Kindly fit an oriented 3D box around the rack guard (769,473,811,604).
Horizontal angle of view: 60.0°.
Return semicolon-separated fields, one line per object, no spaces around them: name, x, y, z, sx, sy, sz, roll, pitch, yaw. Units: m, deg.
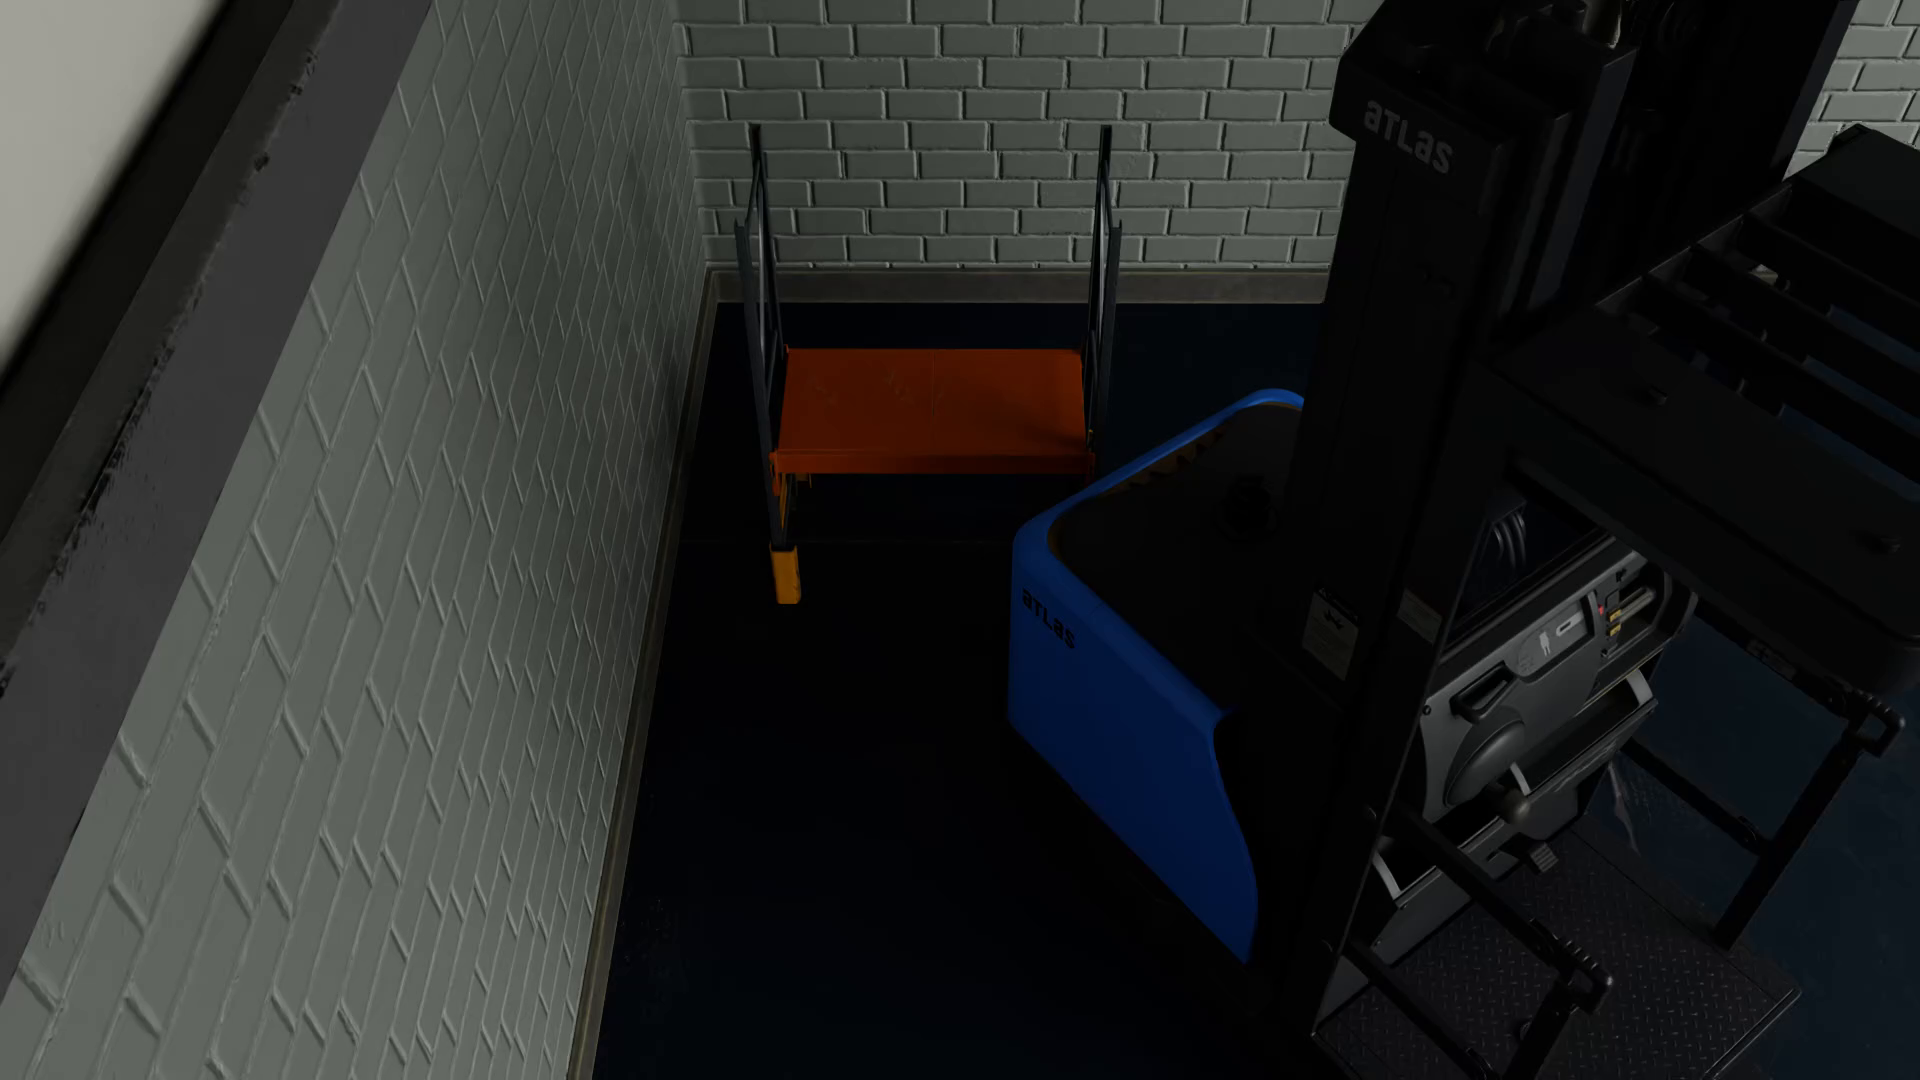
rack guard;-0.574;-0.087;5.660;0.087;0.250;0.587;0;47;0

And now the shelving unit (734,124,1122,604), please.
shelving unit;-0.076;-0.511;5.201;1.083;1.500;0.587;0;47;0

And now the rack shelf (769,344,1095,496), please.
rack shelf;-0.085;-0.389;5.333;1.000;0.185;0.538;0;47;0

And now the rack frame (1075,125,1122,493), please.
rack frame;0.423;-0.510;5.200;0.032;1.500;0.500;0;47;0

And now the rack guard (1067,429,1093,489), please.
rack guard;0.422;-0.084;5.657;0.087;0.250;0.587;0;47;0

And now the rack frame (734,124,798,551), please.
rack frame;-0.594;-0.513;5.203;0.032;1.500;0.500;0;47;0

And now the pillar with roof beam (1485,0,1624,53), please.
pillar with roof beam;1.988;-0.769;0.318;0.400;9.000;9.100;0;47;0

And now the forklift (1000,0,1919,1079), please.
forklift;1.417;0.348;3.424;1.130;2.935;3.031;-29;54;-25
